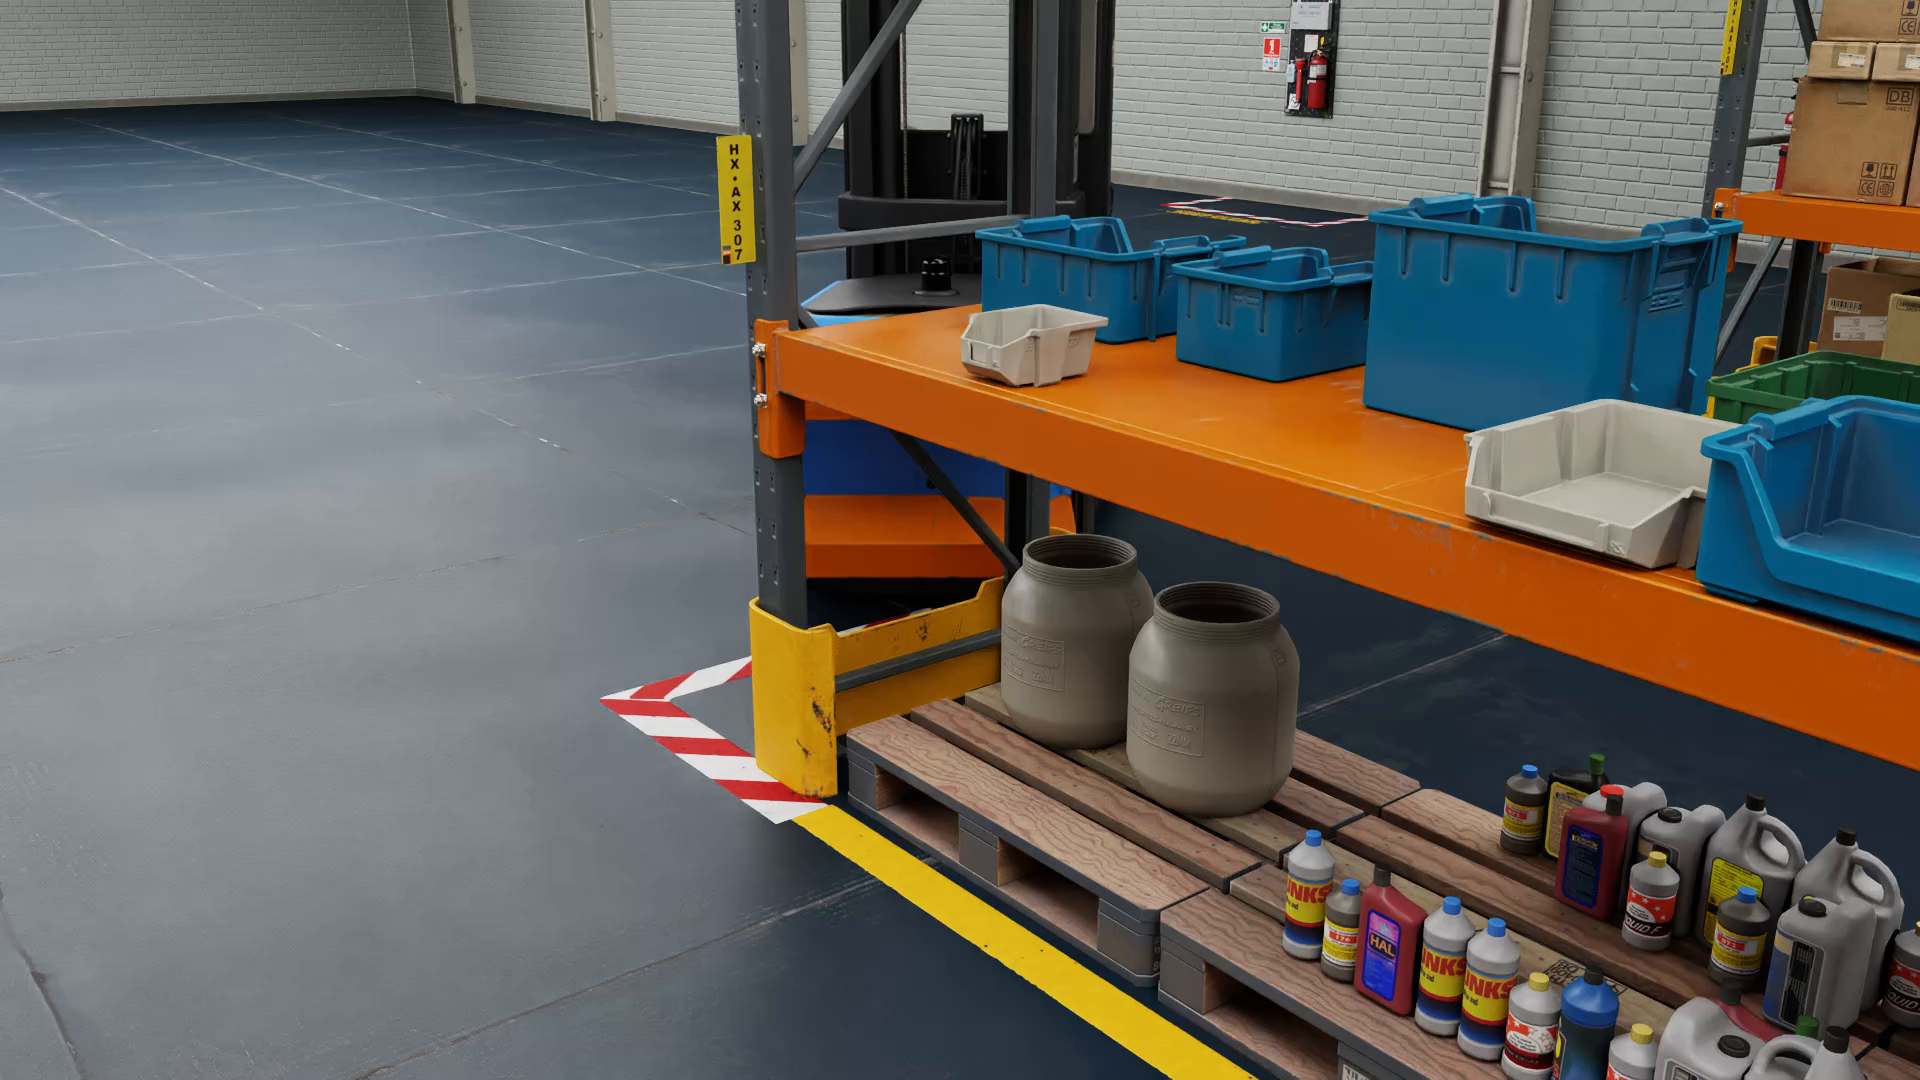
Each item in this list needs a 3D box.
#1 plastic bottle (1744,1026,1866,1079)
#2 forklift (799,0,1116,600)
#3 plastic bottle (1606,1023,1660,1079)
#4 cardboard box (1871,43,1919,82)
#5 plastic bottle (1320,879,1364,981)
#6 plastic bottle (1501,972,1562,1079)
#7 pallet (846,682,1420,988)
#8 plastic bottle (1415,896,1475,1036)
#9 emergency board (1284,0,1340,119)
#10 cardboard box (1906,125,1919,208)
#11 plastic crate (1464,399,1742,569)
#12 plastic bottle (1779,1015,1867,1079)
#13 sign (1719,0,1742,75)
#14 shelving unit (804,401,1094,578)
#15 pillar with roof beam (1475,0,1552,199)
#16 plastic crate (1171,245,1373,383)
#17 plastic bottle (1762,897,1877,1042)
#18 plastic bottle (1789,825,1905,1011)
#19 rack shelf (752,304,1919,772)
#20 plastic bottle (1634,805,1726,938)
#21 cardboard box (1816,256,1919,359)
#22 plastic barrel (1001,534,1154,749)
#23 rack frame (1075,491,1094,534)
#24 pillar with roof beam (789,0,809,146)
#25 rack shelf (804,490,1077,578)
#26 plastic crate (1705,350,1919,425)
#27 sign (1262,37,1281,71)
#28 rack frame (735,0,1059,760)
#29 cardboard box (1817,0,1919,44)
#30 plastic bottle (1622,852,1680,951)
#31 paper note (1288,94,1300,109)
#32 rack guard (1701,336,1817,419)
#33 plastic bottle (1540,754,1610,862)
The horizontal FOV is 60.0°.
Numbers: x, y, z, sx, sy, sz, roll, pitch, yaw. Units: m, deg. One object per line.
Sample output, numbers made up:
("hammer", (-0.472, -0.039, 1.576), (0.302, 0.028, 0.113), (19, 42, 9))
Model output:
("plastic bottle", (1.393, 0.949, 2.737), (0.144, 0.351, 0.185), (-14, 23, -36))
("forklift", (0.113, -1.586, 6.990), (1.130, 2.935, 3.031), (3, 19, 10))
("plastic bottle", (1.200, 0.956, 2.956), (0.097, 0.201, 0.097), (0, 18, 0))
("cardboard box", (3.981, -1.973, 6.860), (0.380, 0.149, 0.250), (-15, 23, -37))
("plastic bottle", (0.800, 0.797, 3.435), (0.097, 0.201, 0.097), (0, 18, 0))
("plastic bottle", (1.073, 0.905, 3.109), (0.097, 0.201, 0.097), (0, 18, 0))
("pallet", (0.439, 0.679, 4.476), (1.003, 0.211, 1.213), (-14, 23, -36))
("plastic bottle", (0.949, 0.823, 3.246), (0.097, 0.271, 0.097), (0, 18, 0))
("emergency board", (3.504, -4.880, 16.829), (0.194, 1.169, 0.643), (-14, 23, -36))
("cardboard box", (4.350, -1.623, 6.832), (0.700, 0.500, 0.500), (-13, 22, -35))
("plastic crate", (1.131, -0.095, 2.798), (0.530, 0.136, 0.437), (-14, 23, -36))
("plastic bottle", (1.457, 0.955, 2.827), (0.061, 0.283, 0.133), (-14, 23, -36))
("sign", (3.301, -2.163, 7.120), (0.100, 0.325, 0.005), (-14, 23, -36))
("shelving unit", (-0.088, -0.192, 5.609), (1.048, 1.125, 0.538), (0, 20, 1))
("pillar with roof beam", (1.633, -6.272, 11.487), (9.100, 9.000, 0.400), (-14, 23, -36))
("plastic crate", (0.799, -0.559, 4.015), (0.499, 0.251, 0.408), (-14, 23, -36))
("plastic bottle", (1.681, 0.818, 3.253), (0.152, 0.276, 0.135), (-14, 23, -36))
("plastic bottle", (1.781, 0.748, 3.347), (0.144, 0.351, 0.185), (-14, 23, -37))
("rack shelf", (1.096, -0.021, 3.299), (1.077, 0.370, 4.000), (-14, 23, -36))
("plastic bottle", (1.560, 0.697, 3.618), (0.152, 0.276, 0.135), (-15, 23, -38))
("cardboard box", (4.306, -0.997, 7.616), (0.500, 0.500, 0.500), (-14, 23, -36))
("plastic barrel", (0.323, 0.273, 4.555), (0.421, 0.512, 0.421), (0, 18, 0))
("rack frame", (0.420, -0.192, 5.603), (0.032, 1.125, 0.500), (0, 20, 1))
("pillar with roof beam", (-5.817, -9.229, 20.417), (9.100, 9.000, 0.400), (-14, 23, -36))
("rack shelf", (-0.087, 0.038, 5.694), (1.000, 0.278, 0.538), (0, 20, 1))
("plastic crate", (1.717, -0.159, 2.907), (0.450, 0.188, 0.662), (-14, 23, -36))
("sign", (3.241, -5.054, 17.296), (0.001, 0.329, 0.234), (-14, 23, -36))
("rack frame", (-0.145, -0.856, 4.674), (1.000, 3.000, 0.127), (-14, 23, -36))
("cardboard box", (4.053, -2.354, 6.977), (0.700, 0.500, 0.500), (-14, 23, -36))
("plastic bottle", (1.474, 0.762, 3.542), (0.097, 0.201, 0.097), (0, 18, 0))
("paper note", (3.448, -4.519, 17.140), (0.016, 0.148, 0.142), (-14, 23, -36))
("rack guard", (3.725, -0.641, 8.002), (1.175, 0.500, 0.348), (-14, 23, -36))
("plastic bottle", (1.425, 0.617, 3.848), (0.061, 0.283, 0.133), (-13, 23, -35))
